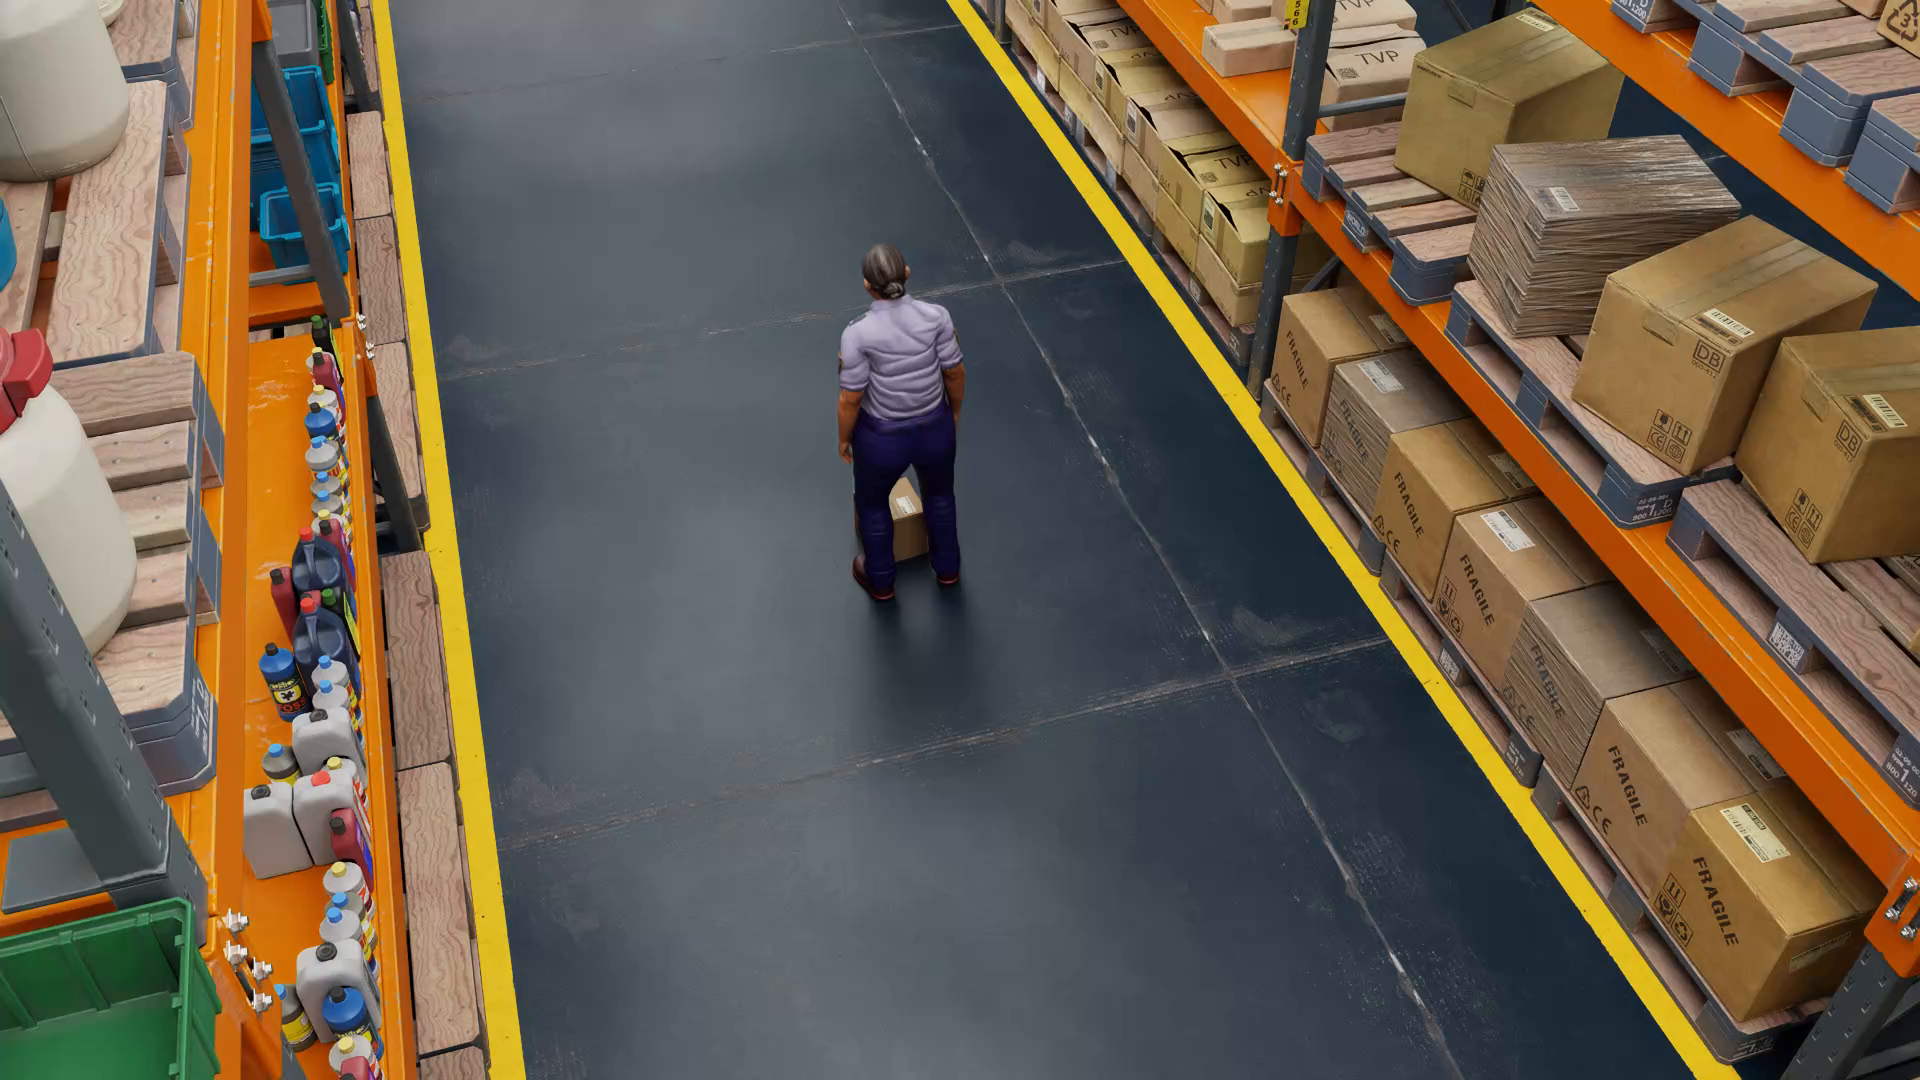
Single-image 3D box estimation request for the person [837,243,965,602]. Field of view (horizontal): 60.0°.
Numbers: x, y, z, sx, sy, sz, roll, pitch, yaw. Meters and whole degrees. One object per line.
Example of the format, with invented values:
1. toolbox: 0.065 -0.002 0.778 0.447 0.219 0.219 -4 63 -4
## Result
1. person: -0.229 -0.440 6.647 0.545 1.650 0.375 -14 44 -15
